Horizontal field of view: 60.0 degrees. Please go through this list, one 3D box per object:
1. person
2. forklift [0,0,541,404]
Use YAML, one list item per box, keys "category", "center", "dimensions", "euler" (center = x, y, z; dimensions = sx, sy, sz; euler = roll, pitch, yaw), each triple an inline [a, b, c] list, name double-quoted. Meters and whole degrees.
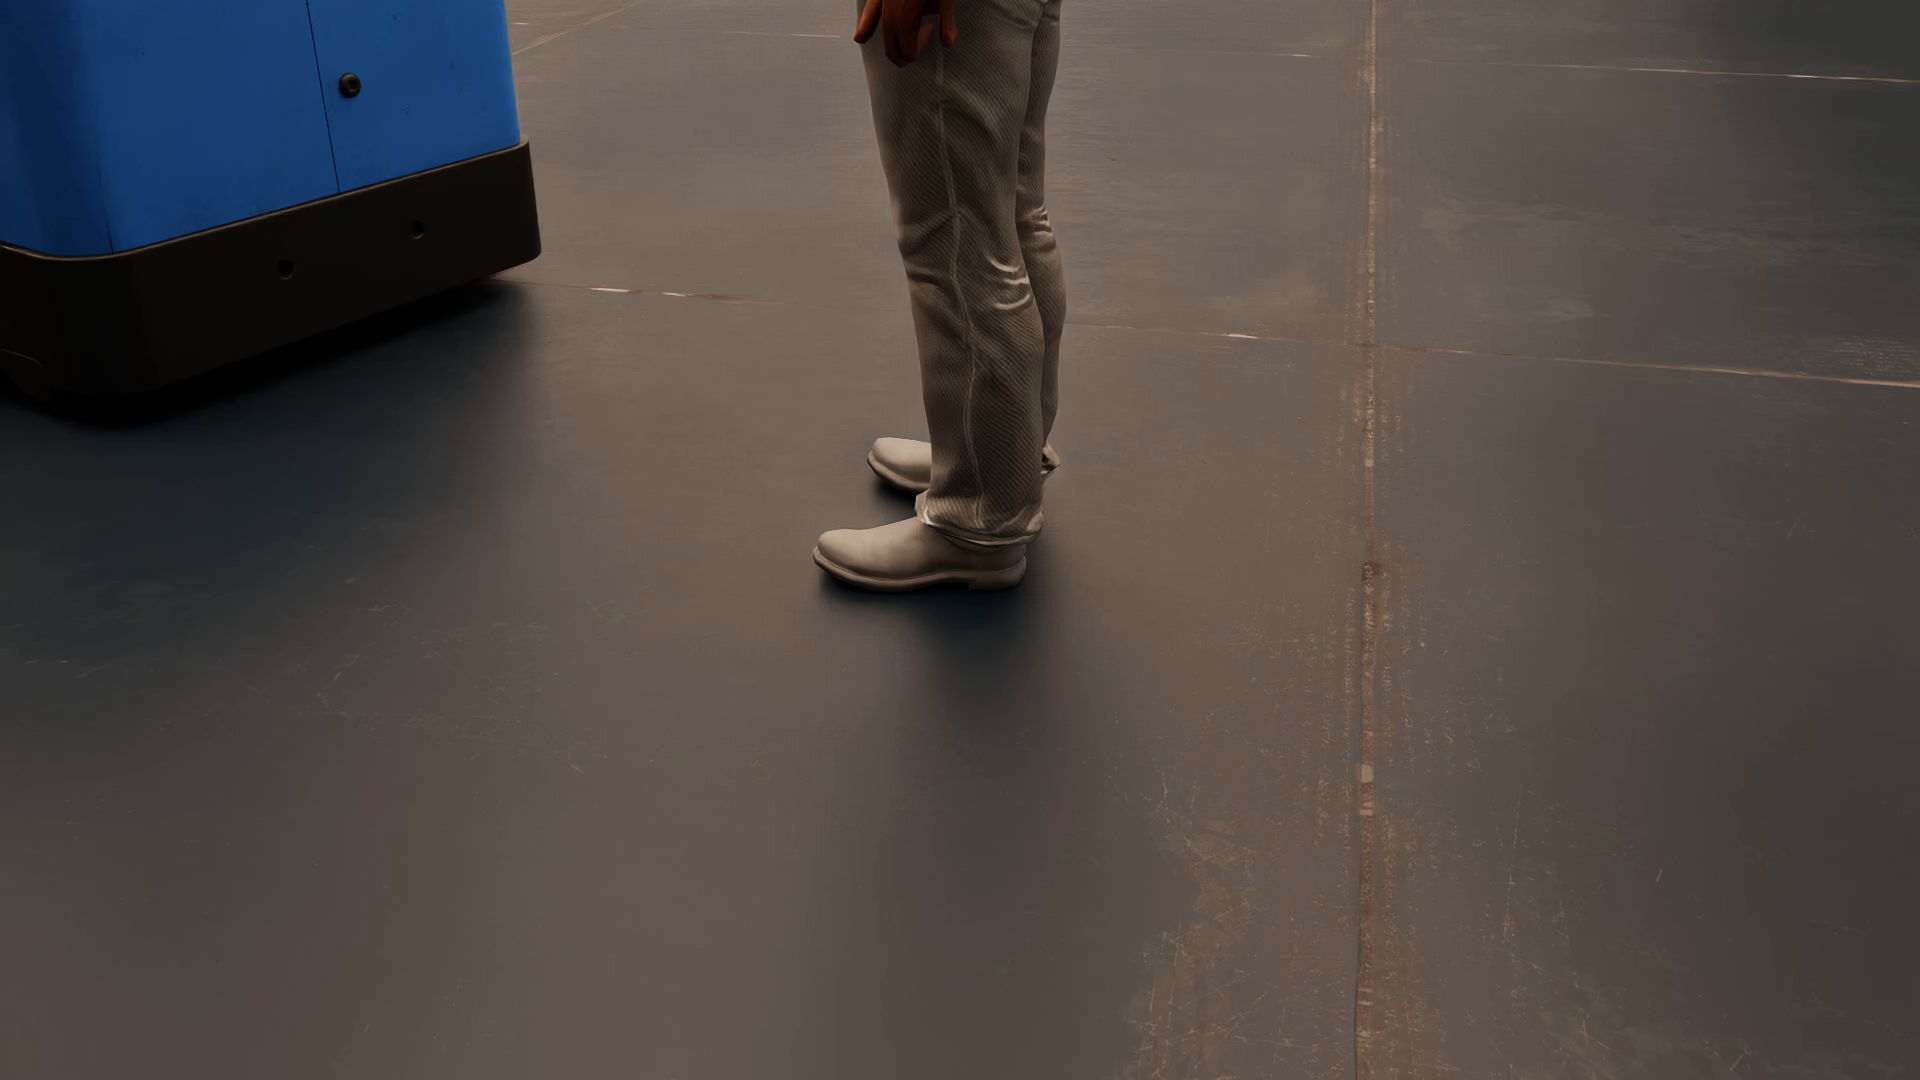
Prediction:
- category: "person"
  center: [-0.004, -0.784, 2.094]
  dimensions: [0.388, 1.770, 0.556]
  euler: [6, 27, 11]
- category: "forklift"
  center: [-2.411, -2.038, 3.285]
  dimensions: [3.031, 2.935, 1.130]
  euler: [16, 31, 29]
